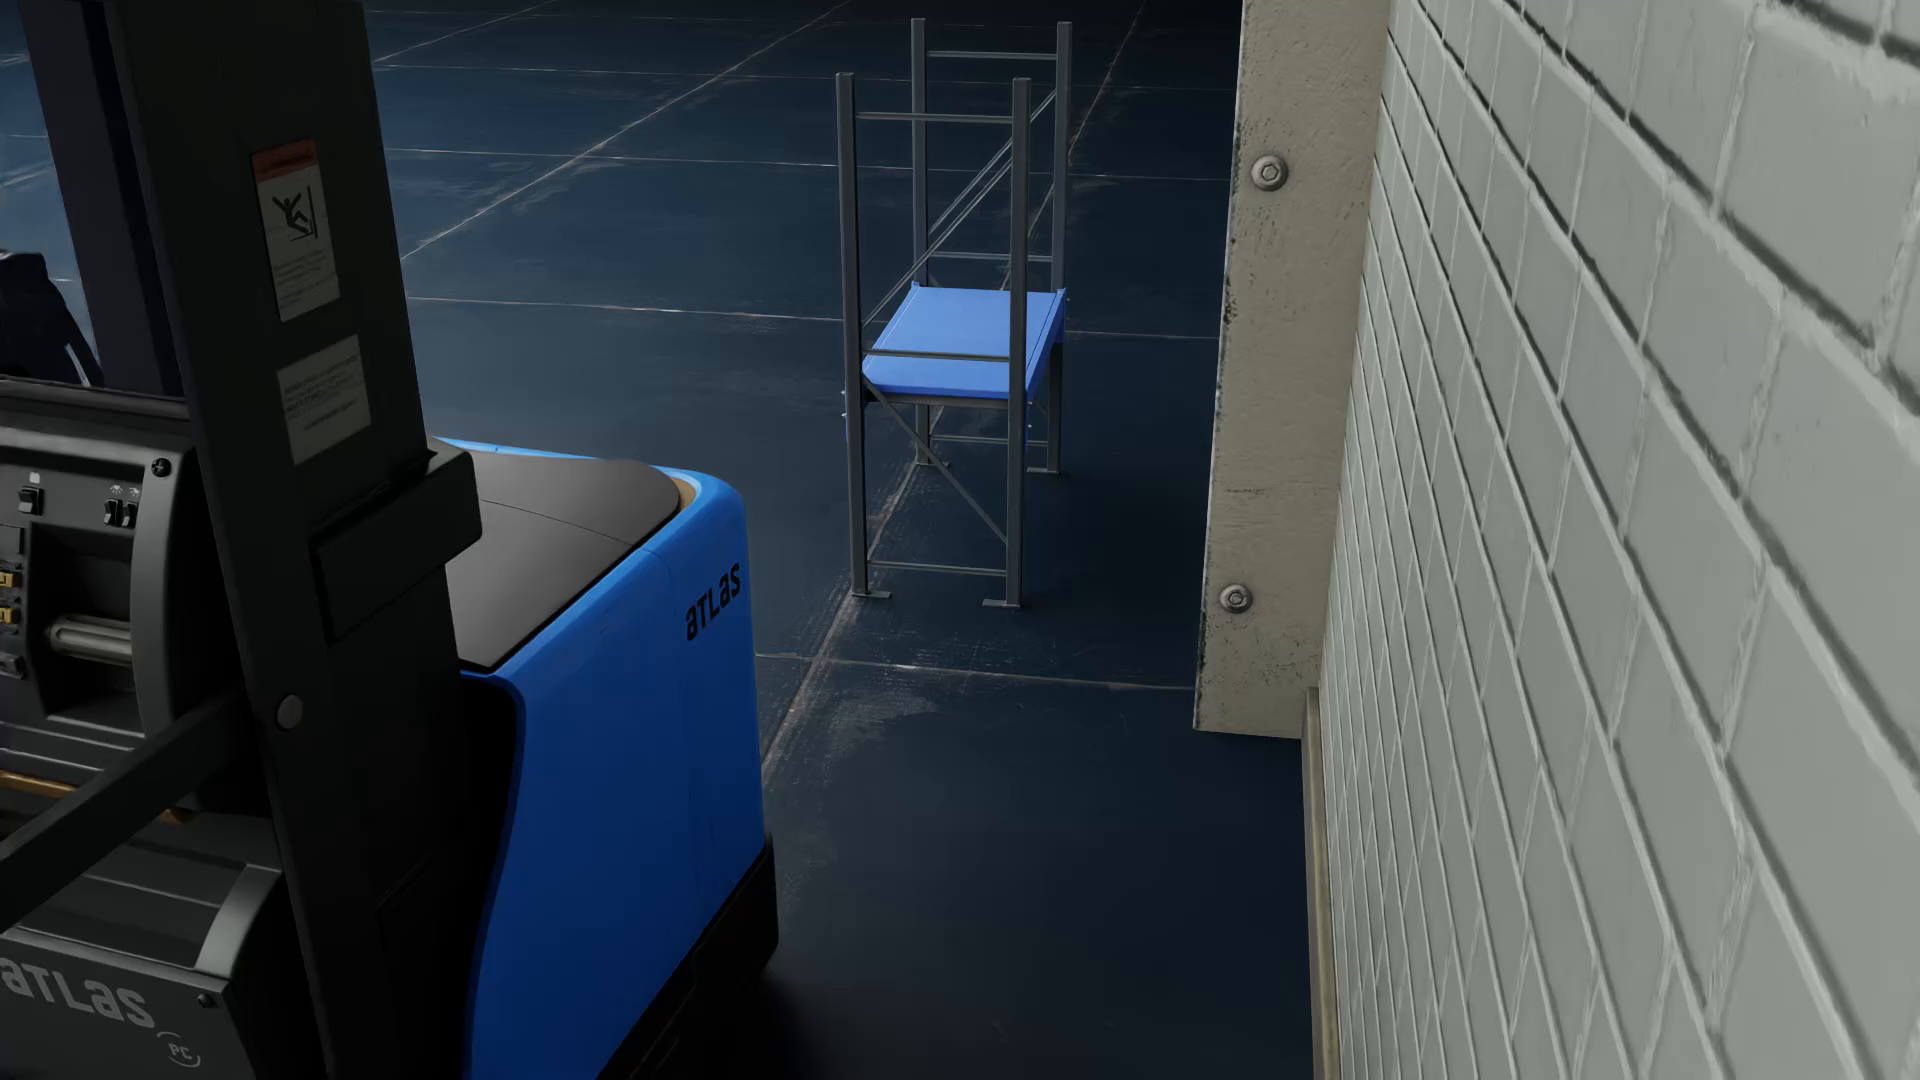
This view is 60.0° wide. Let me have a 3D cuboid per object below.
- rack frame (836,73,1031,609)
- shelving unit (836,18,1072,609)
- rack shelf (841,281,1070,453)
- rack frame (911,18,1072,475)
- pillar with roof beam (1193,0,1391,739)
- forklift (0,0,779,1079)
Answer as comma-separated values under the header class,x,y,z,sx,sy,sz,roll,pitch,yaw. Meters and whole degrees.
class,x,y,z,sx,sy,sz,roll,pitch,yaw
rack frame,-0.069,-0.502,4.554,0.500,1.500,0.032,4,25,9
shelving unit,0.014,-0.715,5.008,0.538,1.500,1.048,4,25,9
rack shelf,0.014,-0.552,5.085,0.538,0.185,1.000,4,25,9
rack frame,0.097,-0.928,5.462,0.500,1.500,0.032,4,25,9
pillar with roof beam,-3.471,-3.965,3.106,9.100,9.000,0.400,4,25,9
forklift,-1.307,0.059,1.666,1.130,2.935,3.031,8,26,16
